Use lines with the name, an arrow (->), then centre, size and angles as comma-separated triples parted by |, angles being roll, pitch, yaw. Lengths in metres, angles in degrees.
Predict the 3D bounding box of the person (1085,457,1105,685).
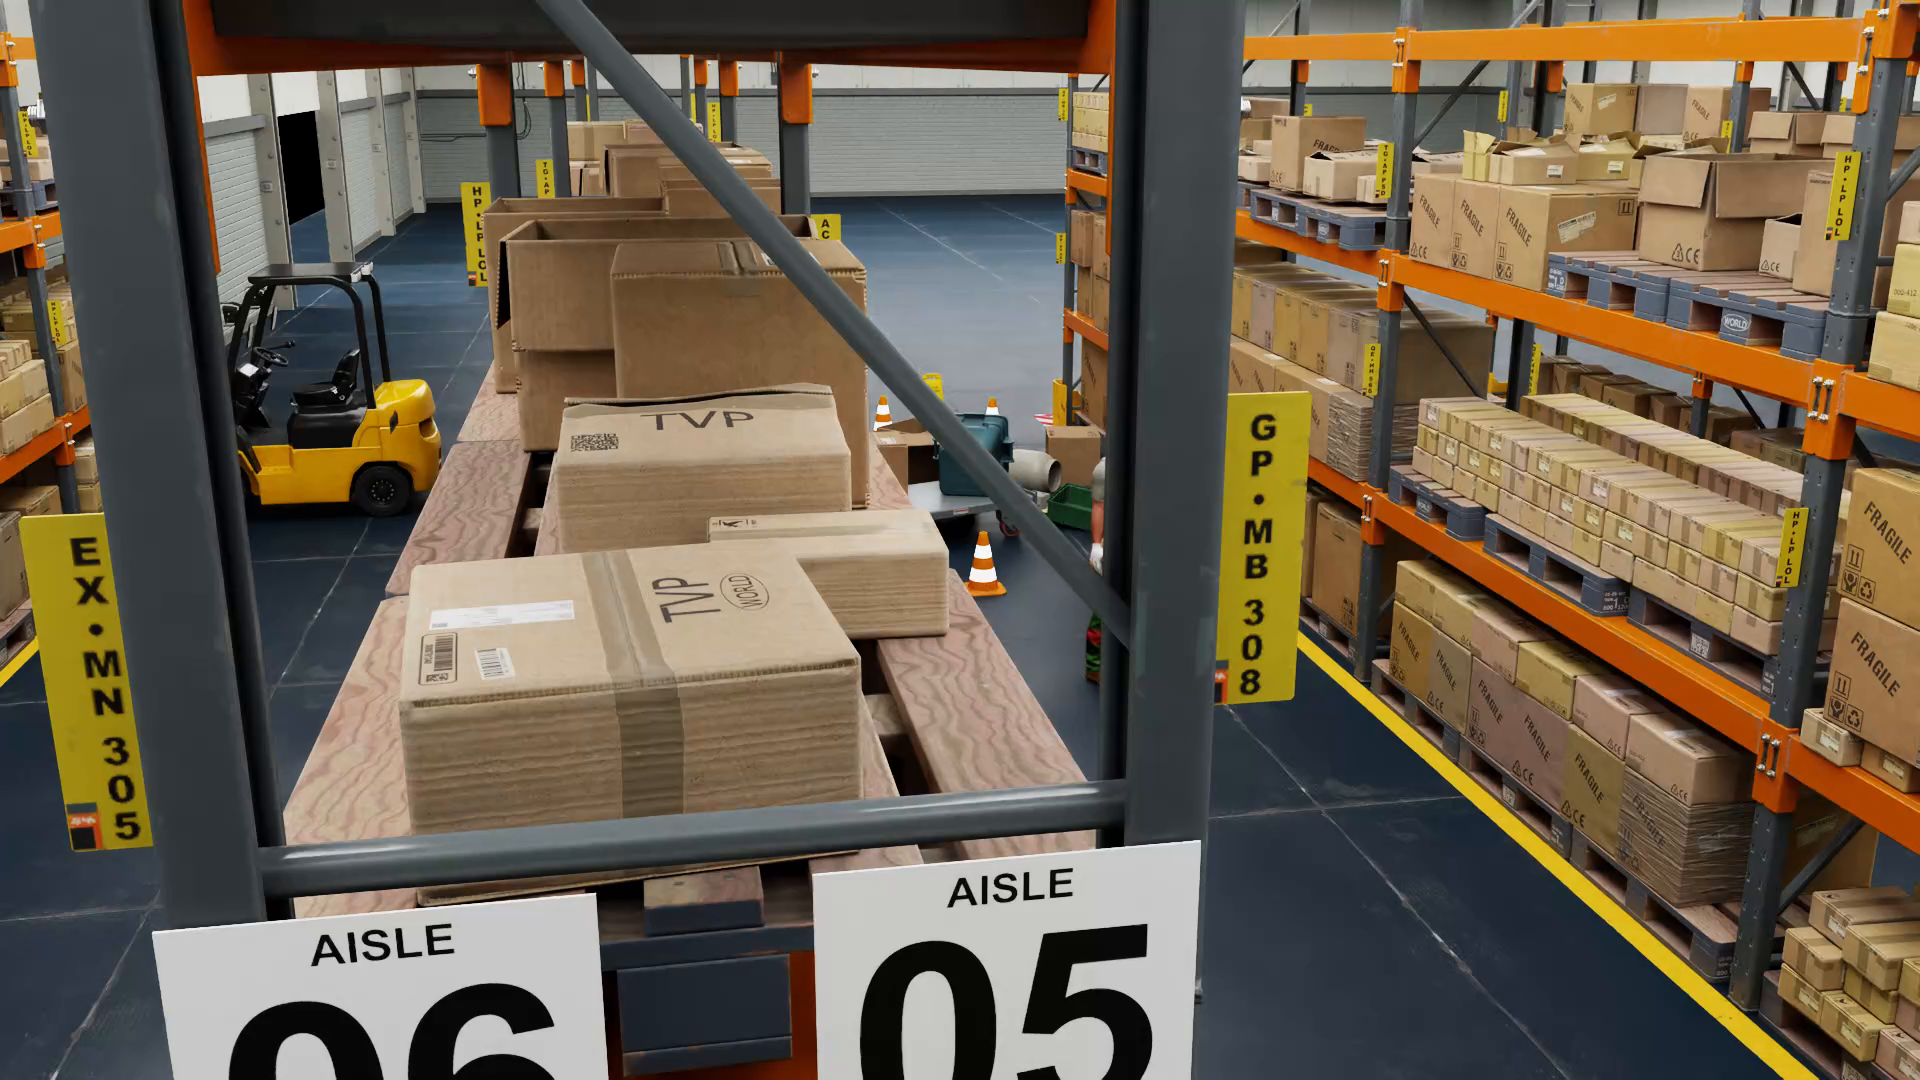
person -> 1.121, 0.175, 10.809 | 0.578, 1.552, 0.370 | -5, 17, -16
